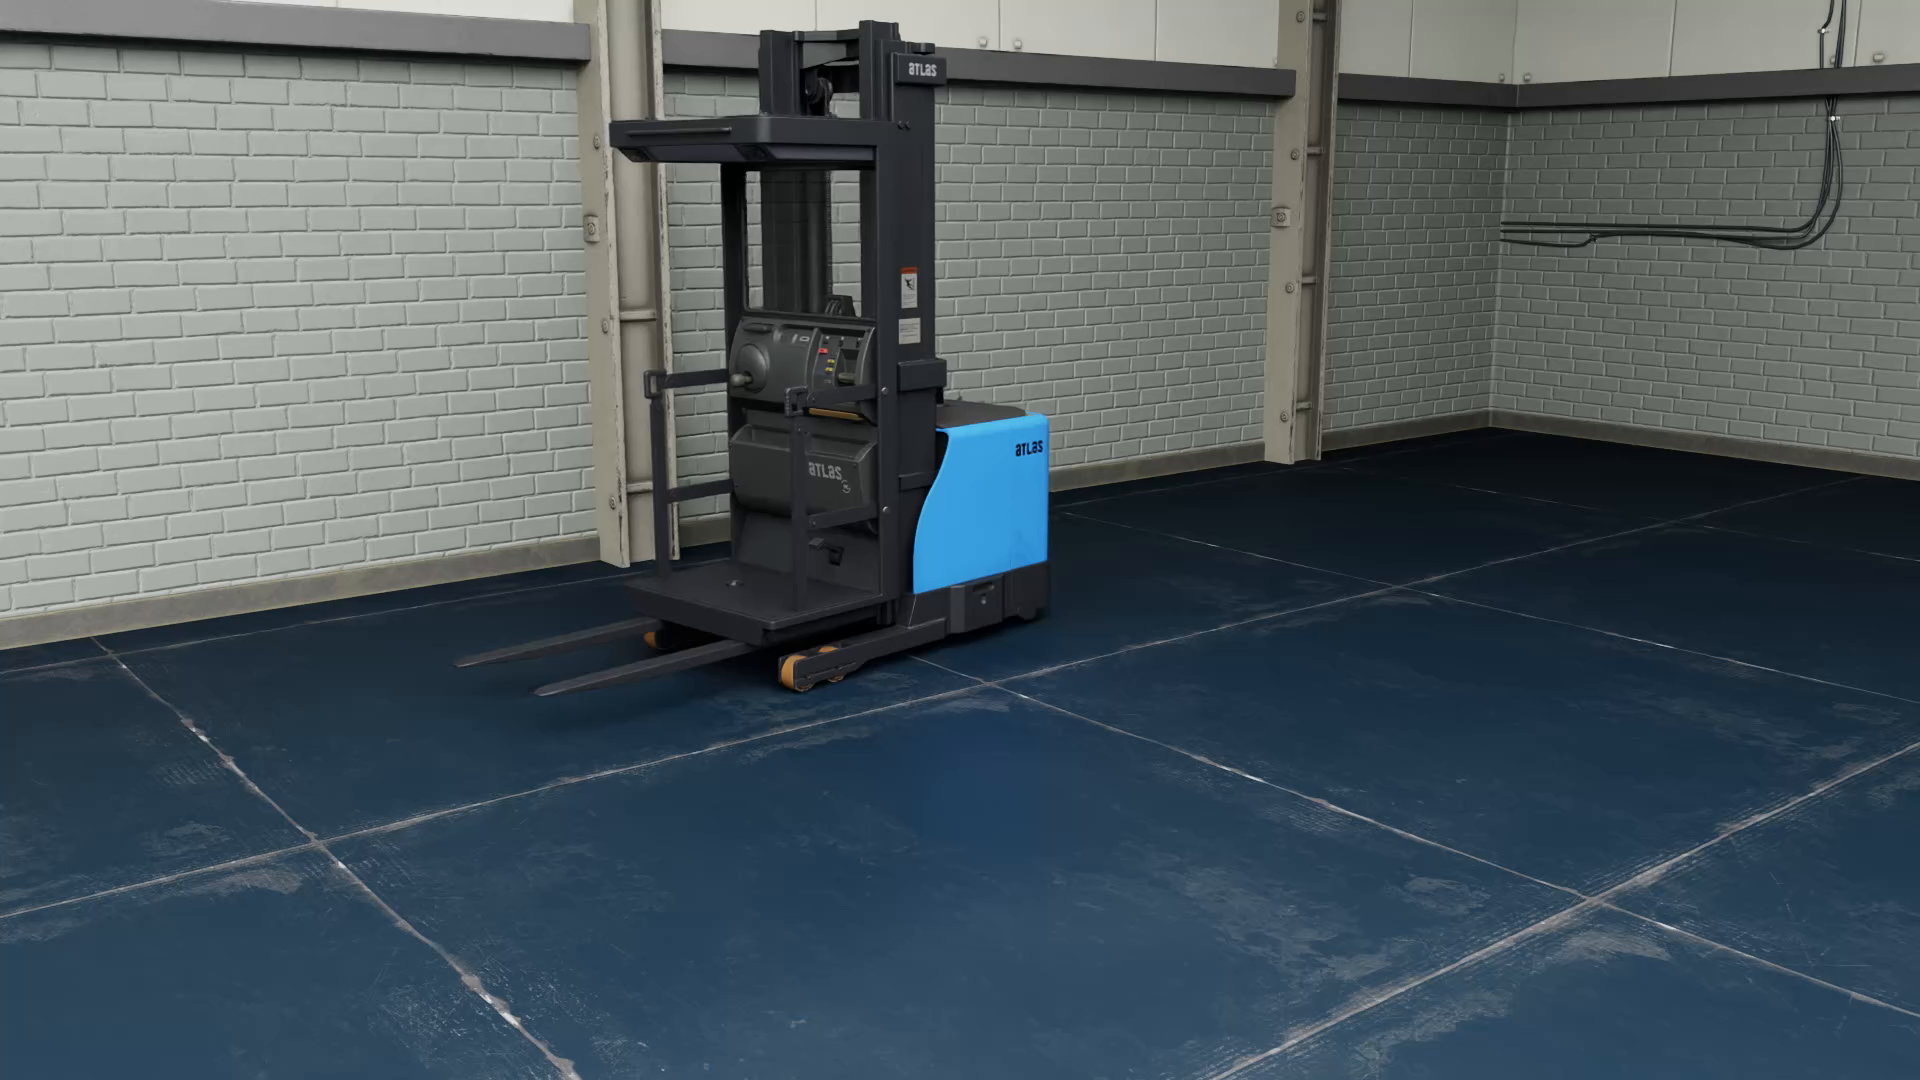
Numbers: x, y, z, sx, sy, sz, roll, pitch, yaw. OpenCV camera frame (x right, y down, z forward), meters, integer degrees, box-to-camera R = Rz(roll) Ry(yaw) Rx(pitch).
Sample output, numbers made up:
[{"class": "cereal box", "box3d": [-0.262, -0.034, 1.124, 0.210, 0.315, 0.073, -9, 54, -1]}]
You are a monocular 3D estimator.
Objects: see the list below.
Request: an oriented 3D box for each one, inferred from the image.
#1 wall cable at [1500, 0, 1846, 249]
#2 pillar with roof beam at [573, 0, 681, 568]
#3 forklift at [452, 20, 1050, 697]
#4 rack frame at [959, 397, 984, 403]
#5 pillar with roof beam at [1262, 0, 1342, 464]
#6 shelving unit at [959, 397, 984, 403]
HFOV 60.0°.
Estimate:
[{"class": "wall cable", "box3d": [5.867, -3.715, 13.935, 0.112, 2.526, 3.097, -9, 15, -38]}, {"class": "pillar with roof beam", "box3d": [0.745, -3.589, 5.867, 0.400, 9.000, 9.100, -9, 15, -38]}, {"class": "forklift", "box3d": [-0.895, -0.874, 7.686, 1.130, 2.935, 3.031, 11, 16, 41]}, {"class": "rack frame", "box3d": [0.073, -0.452, 10.592, 0.006, 0.900, 0.240, -9, 15, -38]}, {"class": "pillar with roof beam", "box3d": [5.430, -4.368, 9.534, 0.400, 9.000, 9.100, -9, 15, -38]}, {"class": "shelving unit", "box3d": [-0.006, -0.439, 10.530, 0.210, 0.900, 0.258, -9, 15, -38]}]
